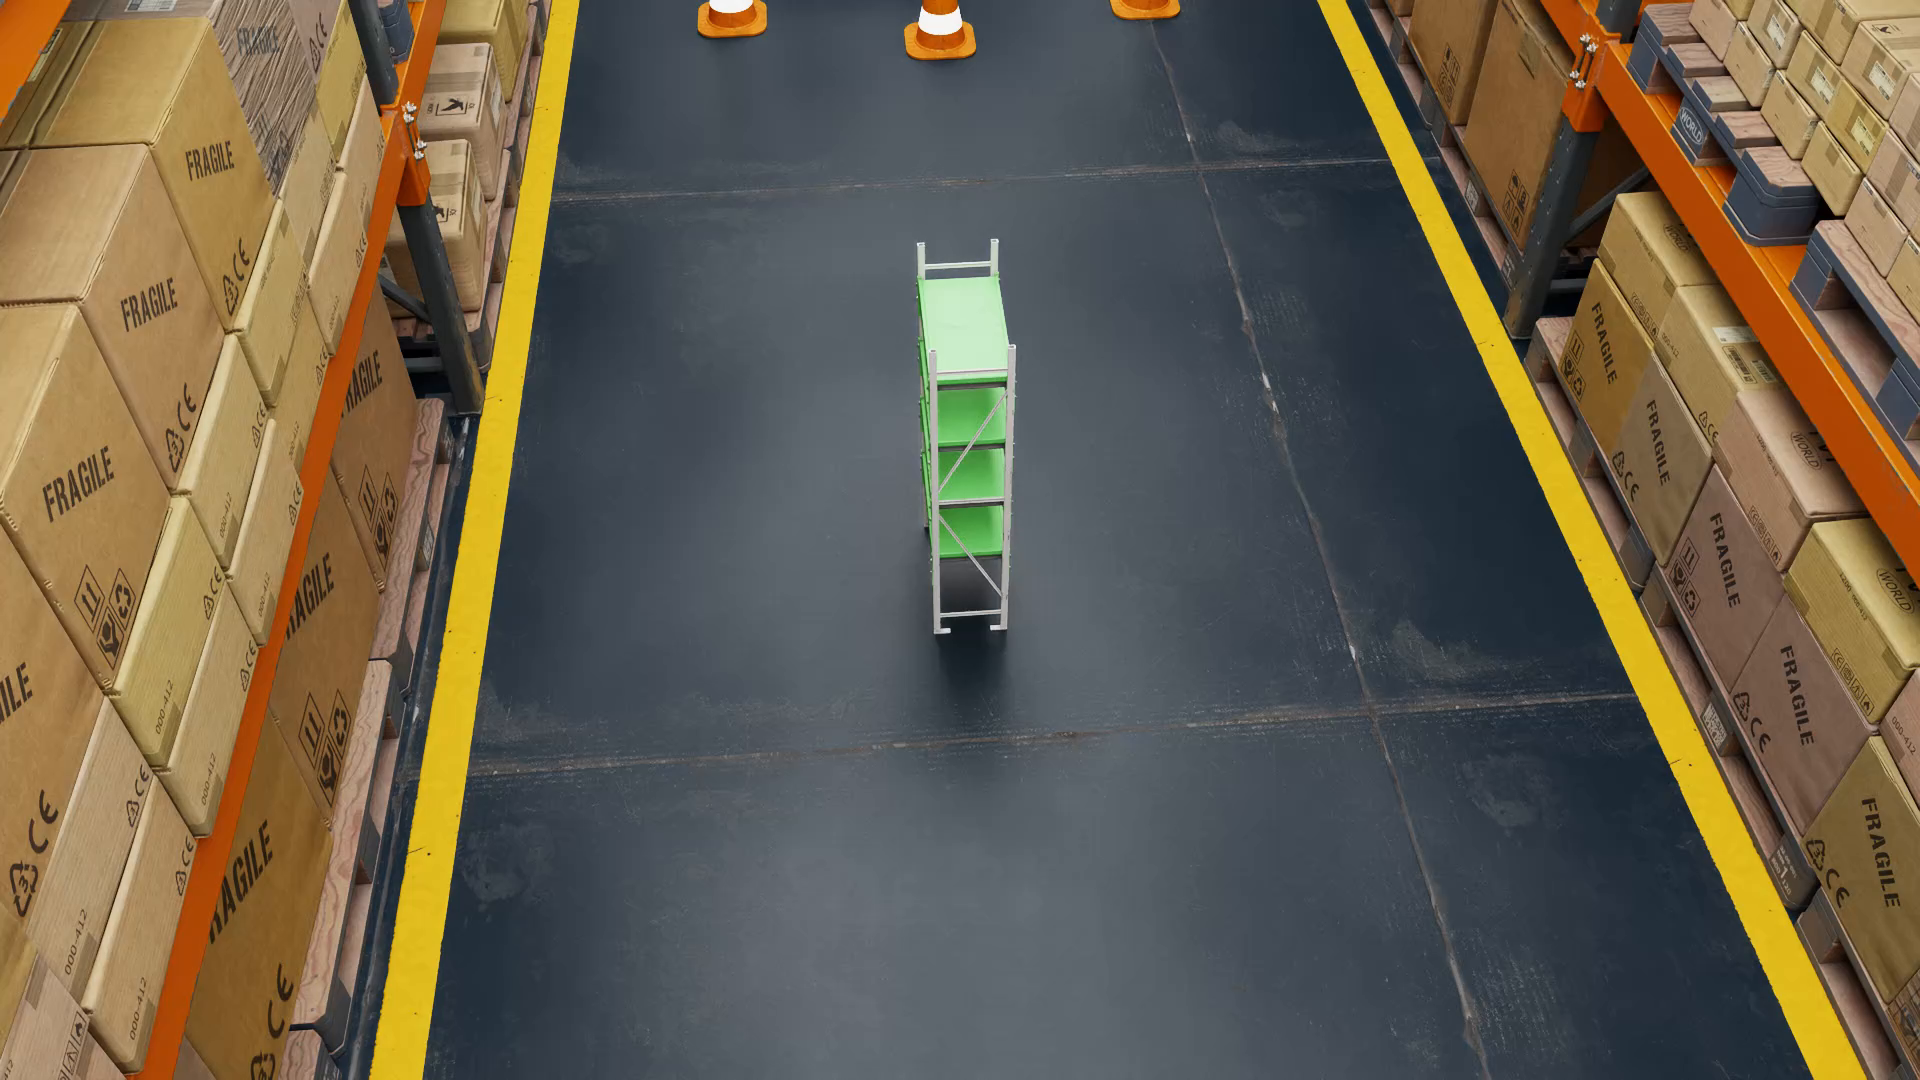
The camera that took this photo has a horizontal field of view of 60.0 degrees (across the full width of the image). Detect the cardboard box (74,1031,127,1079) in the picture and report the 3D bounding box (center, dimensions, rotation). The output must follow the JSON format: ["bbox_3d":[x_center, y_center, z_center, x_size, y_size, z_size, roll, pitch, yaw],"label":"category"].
[{"bbox_3d":[-1.721,1.105,2.741,0.500,0.250,0.500,-4,47,-4],"label":"cardboard box"}]

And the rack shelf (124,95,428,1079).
[{"bbox_3d":[-2.114,0.188,4.002,1.077,0.370,4.000,-3,47,-3],"label":"rack shelf"}]

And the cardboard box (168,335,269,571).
[{"bbox_3d":[-1.834,-0.176,3.610,0.500,0.250,0.500,-5,47,-4],"label":"cardboard box"}]

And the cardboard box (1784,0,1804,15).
[{"bbox_3d":[2.513,-1.603,4.676,0.380,0.149,0.250,-5,47,-4],"label":"cardboard box"}]

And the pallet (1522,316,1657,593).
[{"bbox_3d":[2.706,-0.356,5.942,1.003,0.211,1.213,-3,47,-3],"label":"pallet"}]

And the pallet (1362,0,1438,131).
[{"bbox_3d":[2.553,-2.377,7.856,1.003,0.211,1.213,-3,47,-3],"label":"pallet"}]

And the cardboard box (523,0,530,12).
[{"bbox_3d":[-2.507,-2.742,7.802,0.950,0.372,0.625,-1,47,-1],"label":"cardboard box"}]

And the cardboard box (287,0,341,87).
[{"bbox_3d":[-1.978,-1.527,4.372,0.500,0.500,0.500,-5,47,-4],"label":"cardboard box"}]

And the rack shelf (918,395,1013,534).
[{"bbox_3d":[0.014,-0.249,5.247,0.258,0.148,0.480,-3,47,-3],"label":"rack shelf"}]

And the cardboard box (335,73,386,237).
[{"bbox_3d":[-1.981,-1.105,4.834,0.500,0.250,0.500,-5,47,-5],"label":"cardboard box"}]

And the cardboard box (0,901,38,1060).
[{"bbox_3d":[-1.697,0.673,2.289,0.500,0.500,0.500,-3,47,-3],"label":"cardboard box"}]

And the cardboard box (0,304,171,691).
[{"bbox_3d":[-1.807,-0.056,2.980,0.500,0.500,0.500,-5,47,-4],"label":"cardboard box"}]

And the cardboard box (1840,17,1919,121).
[{"bbox_3d":[2.551,-1.233,4.326,0.380,0.149,0.250,-5,47,-5],"label":"cardboard box"}]

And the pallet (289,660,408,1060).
[{"bbox_3d":[-2.192,0.908,4.745,1.003,0.211,1.213,-3,47,-3],"label":"pallet"}]

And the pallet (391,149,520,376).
[{"bbox_3d":[-2.346,-1.113,6.659,1.003,0.211,1.213,-3,47,-3],"label":"pallet"}]

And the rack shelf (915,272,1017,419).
[{"bbox_3d":[0.014,-0.579,4.899,0.258,0.148,0.480,-3,47,-3],"label":"rack shelf"}]

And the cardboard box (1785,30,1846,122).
[{"bbox_3d":[2.533,-1.290,4.585,0.380,0.149,0.250,-5,47,-5],"label":"cardboard box"}]

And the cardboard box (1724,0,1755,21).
[{"bbox_3d":[2.483,-1.679,4.953,0.380,0.149,0.250,-2,47,-2],"label":"cardboard box"}]

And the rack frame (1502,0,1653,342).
[{"bbox_3d":[2.642,-1.881,5.465,1.000,3.000,0.127,-3,47,-3],"label":"rack frame"}]

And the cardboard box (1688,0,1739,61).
[{"bbox_3d":[2.479,-1.603,5.086,0.380,0.149,0.250,-4,47,-4],"label":"cardboard box"}]

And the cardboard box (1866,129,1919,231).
[{"bbox_3d":[2.575,-0.927,4.241,0.380,0.149,0.250,-3,47,-3],"label":"cardboard box"}]

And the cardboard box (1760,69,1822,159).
[{"bbox_3d":[2.524,-1.213,4.717,0.380,0.149,0.250,-1,47,-1],"label":"cardboard box"}]

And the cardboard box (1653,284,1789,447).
[{"bbox_3d":[2.501,-0.543,5.114,0.500,0.250,0.500,-4,47,-4],"label":"cardboard box"}]

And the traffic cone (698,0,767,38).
[{"bbox_3d":[-1.118,-2.716,8.004,0.336,0.463,0.334,-3,47,-3],"label":"traffic cone"}]

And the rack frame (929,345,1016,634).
[{"bbox_3d":[0.034,-0.116,5.034,0.240,1.200,0.015,-3,47,-3],"label":"rack frame"}]

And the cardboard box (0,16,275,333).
[{"bbox_3d":[-1.892,-0.796,3.681,0.500,0.500,0.500,-3,47,-3],"label":"cardboard box"}]

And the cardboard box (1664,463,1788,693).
[{"bbox_3d":[2.541,0.096,5.025,0.500,0.500,0.500,-5,47,-4],"label":"cardboard box"}]

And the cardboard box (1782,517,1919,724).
[{"bbox_3d":[2.575,0.193,4.417,0.500,0.250,0.500,-5,47,-5],"label":"cardboard box"}]

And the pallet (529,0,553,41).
[{"bbox_3d":[-2.550,-2.879,8.331,1.003,0.211,1.213,-3,47,-3],"label":"pallet"}]

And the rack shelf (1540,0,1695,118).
[{"bbox_3d":[2.475,-3.080,7.097,1.077,0.370,4.000,-3,47,-3],"label":"rack shelf"}]

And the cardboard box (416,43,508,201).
[{"bbox_3d":[-2.389,-1.690,6.806,0.950,0.372,0.625,-4,47,-4],"label":"cardboard box"}]

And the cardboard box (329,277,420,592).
[{"bbox_3d":[-2.307,-0.416,5.252,0.875,0.875,0.875,-4,47,-4],"label":"cardboard box"}]

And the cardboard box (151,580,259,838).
[{"bbox_3d":[-1.793,0.358,3.448,0.500,0.250,0.500,-4,47,-4],"label":"cardboard box"}]

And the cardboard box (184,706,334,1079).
[{"bbox_3d":[-2.162,0.877,4.028,0.875,0.875,0.875,-2,47,-2],"label":"cardboard box"}]

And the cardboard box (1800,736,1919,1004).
[{"bbox_3d":[2.622,0.837,4.324,0.500,0.500,0.500,-4,47,-4],"label":"cardboard box"}]

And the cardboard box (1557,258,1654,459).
[{"bbox_3d":[2.448,-0.638,5.721,0.500,0.500,0.500,-5,47,-5],"label":"cardboard box"}]

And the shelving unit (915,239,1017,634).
[{"bbox_3d":[0.014,-0.293,5.201,0.258,1.200,0.503,-3,47,-3],"label":"shelving unit"}]

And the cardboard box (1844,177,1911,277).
[{"bbox_3d":[2.573,-0.826,4.350,0.380,0.149,0.250,-2,47,-2],"label":"cardboard box"}]

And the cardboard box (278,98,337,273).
[{"bbox_3d":[-1.941,-0.921,4.316,0.500,0.250,0.500,-5,47,-4],"label":"cardboard box"}]

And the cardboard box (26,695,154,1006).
[{"bbox_3d":[-1.774,0.556,2.916,0.500,0.250,0.500,-3,47,-3],"label":"cardboard box"}]

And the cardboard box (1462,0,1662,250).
[{"bbox_3d":[2.681,-1.698,6.552,1.050,0.750,0.750,-4,47,-4],"label":"cardboard box"}]

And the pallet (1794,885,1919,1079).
[{"bbox_3d":[2.911,1.409,4.270,1.003,0.211,1.213,-3,47,-3],"label":"pallet"}]

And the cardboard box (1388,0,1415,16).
[{"bbox_3d":[2.526,-3.004,7.789,1.050,0.750,0.750,-3,47,-3],"label":"cardboard box"}]

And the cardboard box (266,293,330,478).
[{"bbox_3d":[-1.896,-0.371,4.139,0.500,0.250,0.500,-4,47,-4],"label":"cardboard box"}]

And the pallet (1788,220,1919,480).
[{"bbox_3d":[2.849,-0.385,4.181,1.003,0.211,1.213,-3,47,-3],"label":"pallet"}]
